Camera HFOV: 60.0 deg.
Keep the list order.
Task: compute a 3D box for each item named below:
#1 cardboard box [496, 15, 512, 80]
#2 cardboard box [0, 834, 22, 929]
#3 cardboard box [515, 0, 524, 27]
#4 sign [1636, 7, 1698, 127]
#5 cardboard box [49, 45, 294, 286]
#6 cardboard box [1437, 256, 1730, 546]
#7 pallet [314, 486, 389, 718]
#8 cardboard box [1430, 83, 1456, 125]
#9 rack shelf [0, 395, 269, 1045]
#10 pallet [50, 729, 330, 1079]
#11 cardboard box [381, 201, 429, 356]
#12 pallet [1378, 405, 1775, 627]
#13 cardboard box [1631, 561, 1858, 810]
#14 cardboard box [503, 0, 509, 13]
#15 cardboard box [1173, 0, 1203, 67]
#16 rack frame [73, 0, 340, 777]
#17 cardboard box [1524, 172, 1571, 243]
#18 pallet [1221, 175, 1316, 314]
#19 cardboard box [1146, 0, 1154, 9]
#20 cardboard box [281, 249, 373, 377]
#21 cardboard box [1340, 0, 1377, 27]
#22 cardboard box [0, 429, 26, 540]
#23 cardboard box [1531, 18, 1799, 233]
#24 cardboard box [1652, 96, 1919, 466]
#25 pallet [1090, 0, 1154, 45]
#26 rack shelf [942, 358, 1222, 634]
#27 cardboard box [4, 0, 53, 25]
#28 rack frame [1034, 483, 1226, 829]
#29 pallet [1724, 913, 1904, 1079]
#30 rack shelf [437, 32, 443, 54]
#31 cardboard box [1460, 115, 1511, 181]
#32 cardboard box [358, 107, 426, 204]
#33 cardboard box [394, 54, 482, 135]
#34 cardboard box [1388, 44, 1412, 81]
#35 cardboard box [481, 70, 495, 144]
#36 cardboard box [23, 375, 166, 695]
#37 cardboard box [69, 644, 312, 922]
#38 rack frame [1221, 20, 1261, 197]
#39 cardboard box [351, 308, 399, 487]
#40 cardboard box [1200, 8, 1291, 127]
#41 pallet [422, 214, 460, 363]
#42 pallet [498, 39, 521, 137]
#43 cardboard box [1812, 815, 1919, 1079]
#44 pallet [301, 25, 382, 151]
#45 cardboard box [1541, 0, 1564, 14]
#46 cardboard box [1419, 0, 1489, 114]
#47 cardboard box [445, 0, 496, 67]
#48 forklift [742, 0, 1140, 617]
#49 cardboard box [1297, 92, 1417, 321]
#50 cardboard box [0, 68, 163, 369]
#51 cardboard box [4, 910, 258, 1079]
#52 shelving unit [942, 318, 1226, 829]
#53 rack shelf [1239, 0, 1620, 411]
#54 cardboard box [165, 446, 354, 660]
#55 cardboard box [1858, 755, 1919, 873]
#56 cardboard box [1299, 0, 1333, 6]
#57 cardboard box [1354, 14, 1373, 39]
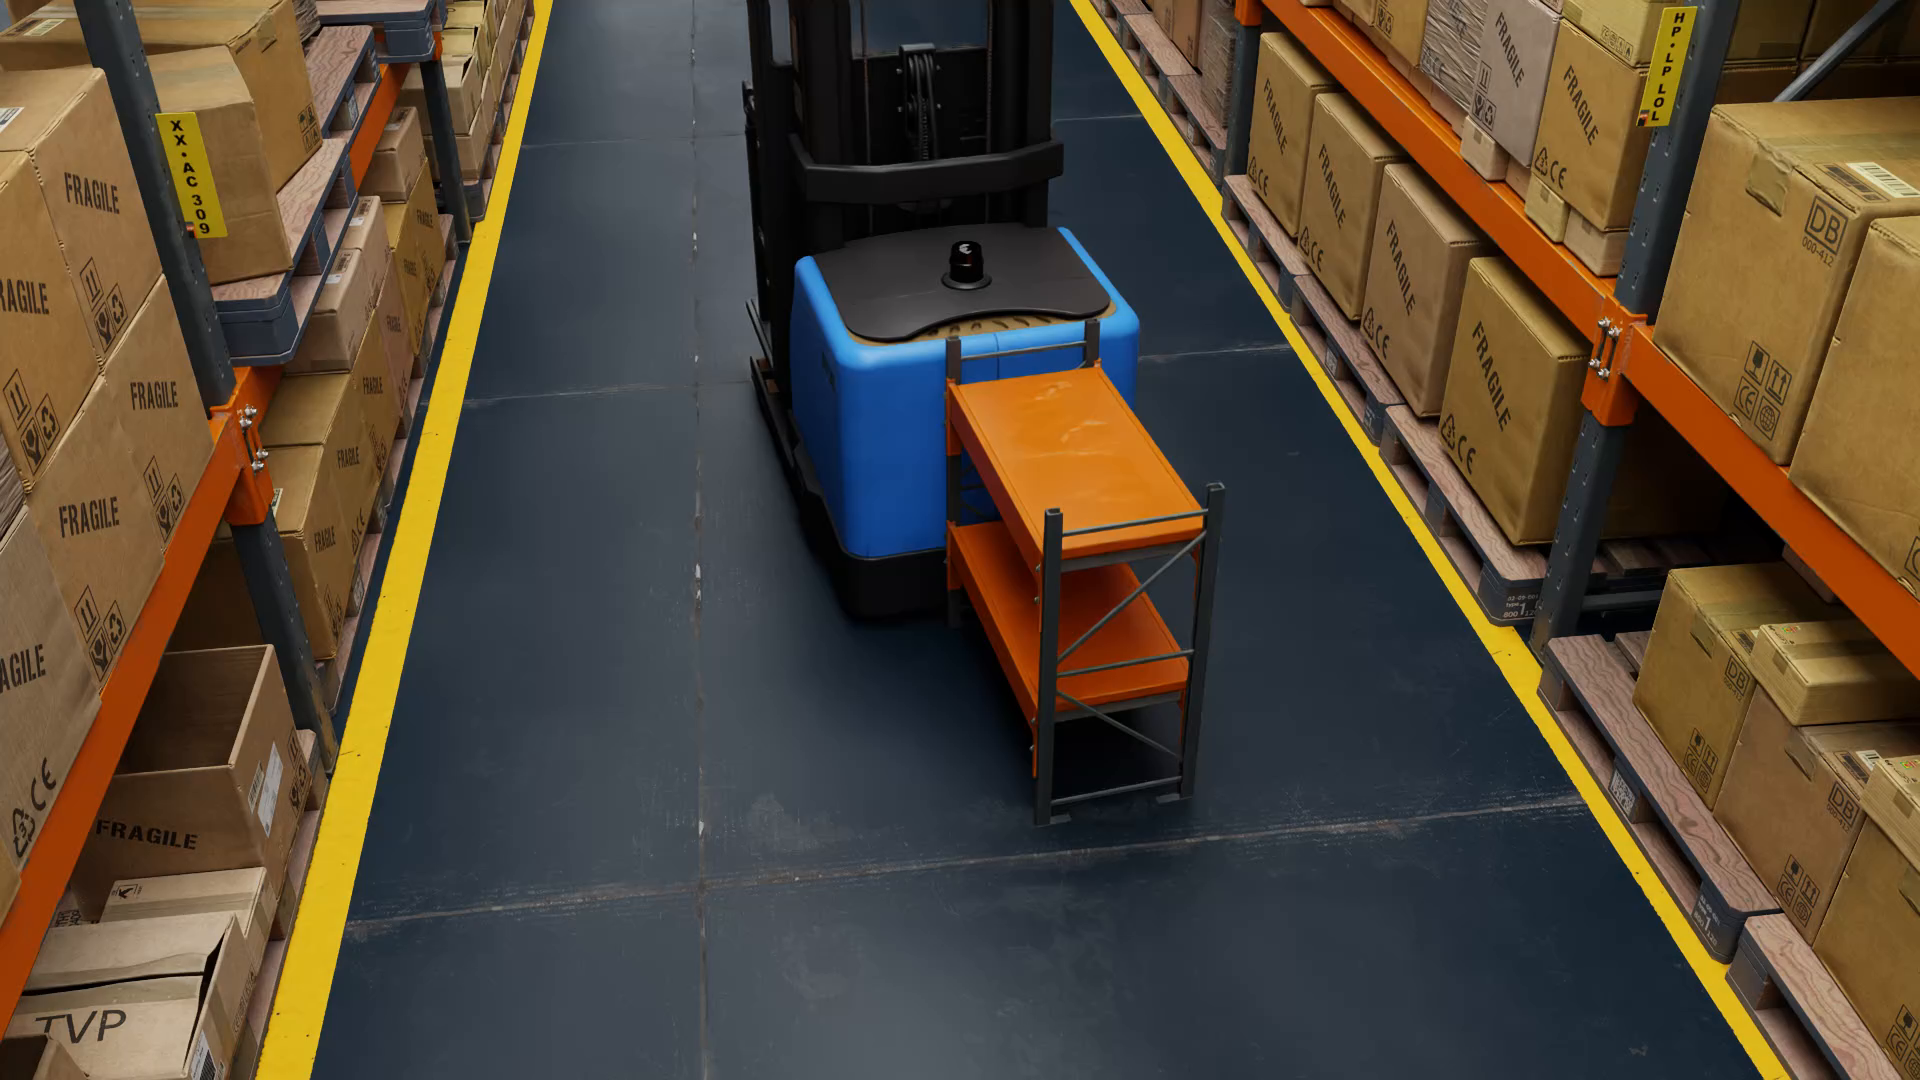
[{"bbox_3d":[-2.985,-2.943,9.973,0.500,0.250,0.500,-4,34,-5],"label":"cardboard box"},{"bbox_3d":[-1.920,0.574,2.656,0.500,0.500,0.500,-4,34,-6],"label":"cardboard box"},{"bbox_3d":[-3.121,-3.512,10.809,0.500,0.250,0.500,-5,35,-7],"label":"cardboard box"},{"bbox_3d":[1.917,-1.279,4.506,0.100,0.325,0.005,-4,35,-6],"label":"sign"},{"bbox_3d":[-2.297,-0.999,4.590,0.700,0.500,0.500,-16,37,-22],"label":"cardboard box"},{"bbox_3d":[2.237,-0.518,5.882,0.750,0.750,0.750,-4,34,-6],"label":"cardboard box"},{"bbox_3d":[-2.602,0.199,5.771,1.003,0.211,1.213,-4,35,-6],"label":"pallet"},{"bbox_3d":[2.000,-1.664,6.233,0.380,0.149,0.250,-5,35,-8],"label":"cardboard box"},{"bbox_3d":[-2.186,0.911,2.889,1.077,0.370,4.000,-4,35,-6],"label":"rack shelf"},{"bbox_3d":[-2.363,1.033,4.547,1.003,0.211,1.213,-4,35,-6],"label":"pallet"},{"bbox_3d":[-2.565,-1.091,7.016,0.500,0.500,0.500,-6,35,-8],"label":"cardboard box"},{"bbox_3d":[2.275,-0.152,6.286,1.003,0.211,1.213,-4,35,-6],"label":"pallet"},{"bbox_3d":[2.452,0.405,4.840,0.700,0.500,0.500,-4,34,-6],"label":"cardboard box"},{"bbox_3d":[-3.051,-3.463,10.239,0.500,0.311,0.500,-4,35,-7],"label":"cardboard box"},{"bbox_3d":[1.718,-3.230,10.155,0.700,0.500,0.500,-5,35,-7],"label":"cardboard box"},{"bbox_3d":[-2.455,-0.503,4.324,1.000,3.000,0.127,-4,35,-6],"label":"rack frame"},{"bbox_3d":[2.070,-1.091,5.392,0.380,0.149,0.250,-4,34,-5],"label":"cardboard box"},{"bbox_3d":[1.947,-1.514,8.284,1.003,0.211,1.213,-4,35,-6],"label":"pallet"},{"bbox_3d":[1.612,-3.799,10.990,0.700,0.500,0.500,-5,35,-7],"label":"cardboard box"},{"bbox_3d":[-2.413,-0.808,5.935,0.500,0.250,0.500,-4,35,-6],"label":"cardboard box"},{"bbox_3d":[1.854,-2.424,6.773,0.500,0.500,0.500,-5,35,-7],"label":"cardboard box"},{"bbox_3d":[-1.991,-0.128,2.797,0.500,0.500,0.500,-4,34,-6],"label":"cardboard box"},{"bbox_3d":[2.142,-1.291,5.110,0.500,0.500,0.500,-5,35,-7],"label":"cardboard box"},{"bbox_3d":[2.510,-0.700,4.347,0.980,0.700,0.700,-4,34,-6],"label":"cardboard box"},{"bbox_3d":[1.484,-3.758,11.576,1.003,0.211,1.213,-4,35,-6],"label":"pallet"},{"bbox_3d":[0.333,-0.163,4.971,0.538,0.278,1.000,-9,35,-13],"label":"rack shelf"},{"bbox_3d":[-2.753,-1.699,5.617,0.700,0.500,0.500,-13,36,-18],"label":"cardboard box"},{"bbox_3d":[0.467,0.355,4.730,0.500,1.125,0.032,-9,35,-13],"label":"rack frame"},{"bbox_3d":[2.646,1.385,4.030,1.003,0.211,1.213,-4,35,-6],"label":"pallet"},{"bbox_3d":[-3.262,-3.554,9.440,1.077,0.370,4.000,-4,35,-6],"label":"rack shelf"},{"bbox_3d":[1.986,-1.382,5.819,0.380,0.149,0.250,-4,35,-6],"label":"cardboard box"},{"bbox_3d":[-2.623,-1.658,7.183,0.500,0.250,0.500,-3,34,-5],"label":"cardboard box"},{"bbox_3d":[-2.772,-2.318,8.559,0.500,0.311,0.500,-3,34,-5],"label":"cardboard box"},{"bbox_3d":[1.947,-1.960,6.668,0.380,0.149,0.250,-4,34,-6],"label":"cardboard box"},{"bbox_3d":[-2.841,-2.367,9.128,0.500,0.250,0.500,-5,35,-8],"label":"cardboard box"},{"bbox_3d":[-2.063,0.003,3.493,0.500,0.500,0.500,-3,34,-5],"label":"cardboard box"},{"bbox_3d":[-2.097,0.645,4.469,0.500,0.500,0.500,-4,35,-6],"label":"cardboard box"},{"bbox_3d":[1.915,-3.112,8.153,1.000,3.000,0.127,-4,35,-6],"label":"rack frame"},{"bbox_3d":[-2.421,-0.516,6.173,0.500,0.500,0.500,-4,34,-6],"label":"cardboard box"},{"bbox_3d":[1.767,-2.659,9.317,0.700,0.500,0.500,-4,34,-6],"label":"cardboard box"},{"bbox_3d":[-2.930,-1.163,7.769,1.003,0.211,1.213,-4,35,-6],"label":"pallet"},{"bbox_3d":[-3.226,-2.724,10.060,1.003,0.211,1.213,-4,35,-6],"label":"pallet"},{"bbox_3d":[2.584,0.972,4.007,0.700,0.500,0.500,-4,34,-5],"label":"cardboard box"},{"bbox_3d":[-2.727,-1.571,6.061,1.003,0.211,1.213,-4,35,-6],"label":"pallet"},{"bbox_3d":[2.078,-1.890,5.323,0.500,0.250,0.500,-4,34,-5],"label":"cardboard box"},{"bbox_3d":[2.004,-1.856,5.939,0.500,0.500,0.500,-4,35,-6],"label":"cardboard box"},{"bbox_3d":[-2.917,-2.896,9.406,0.500,0.311,0.500,-5,35,-8],"label":"cardboard box"},{"bbox_3d":[-0.272,-1.773,6.250,1.130,2.935,3.031,-9,35,-13],"label":"forklift"},{"bbox_3d":[1.996,-1.488,7.305,0.750,0.750,0.750,-5,35,-7],"label":"cardboard box"},{"bbox_3d":[-2.130,-0.695,3.629,0.500,0.500,0.500,-4,34,-6],"label":"cardboard box"},{"bbox_3d":[-1.996,1.142,3.908,0.500,0.311,0.500,-4,35,-6],"label":"cardboard box"},{"bbox_3d":[0.333,0.079,5.136,0.538,1.125,1.048,-9,35,-13],"label":"shelving unit"},{"bbox_3d":[2.184,-1.699,6.718,1.077,0.370,4.000,-4,35,-6],"label":"rack shelf"},{"bbox_3d":[-2.278,0.060,5.327,0.500,0.500,0.500,-6,35,-9],"label":"cardboard box"},{"bbox_3d":[2.388,0.633,3.929,0.380,0.149,0.250,-5,35,-8],"label":"cardboard box"},{"bbox_3d":[1.707,-2.519,7.488,0.380,0.149,0.250,-3,34,-5],"label":"cardboard box"},{"bbox_3d":[1.907,-2.244,7.085,0.380,0.149,0.250,-4,34,-5],"label":"cardboard box"}]
